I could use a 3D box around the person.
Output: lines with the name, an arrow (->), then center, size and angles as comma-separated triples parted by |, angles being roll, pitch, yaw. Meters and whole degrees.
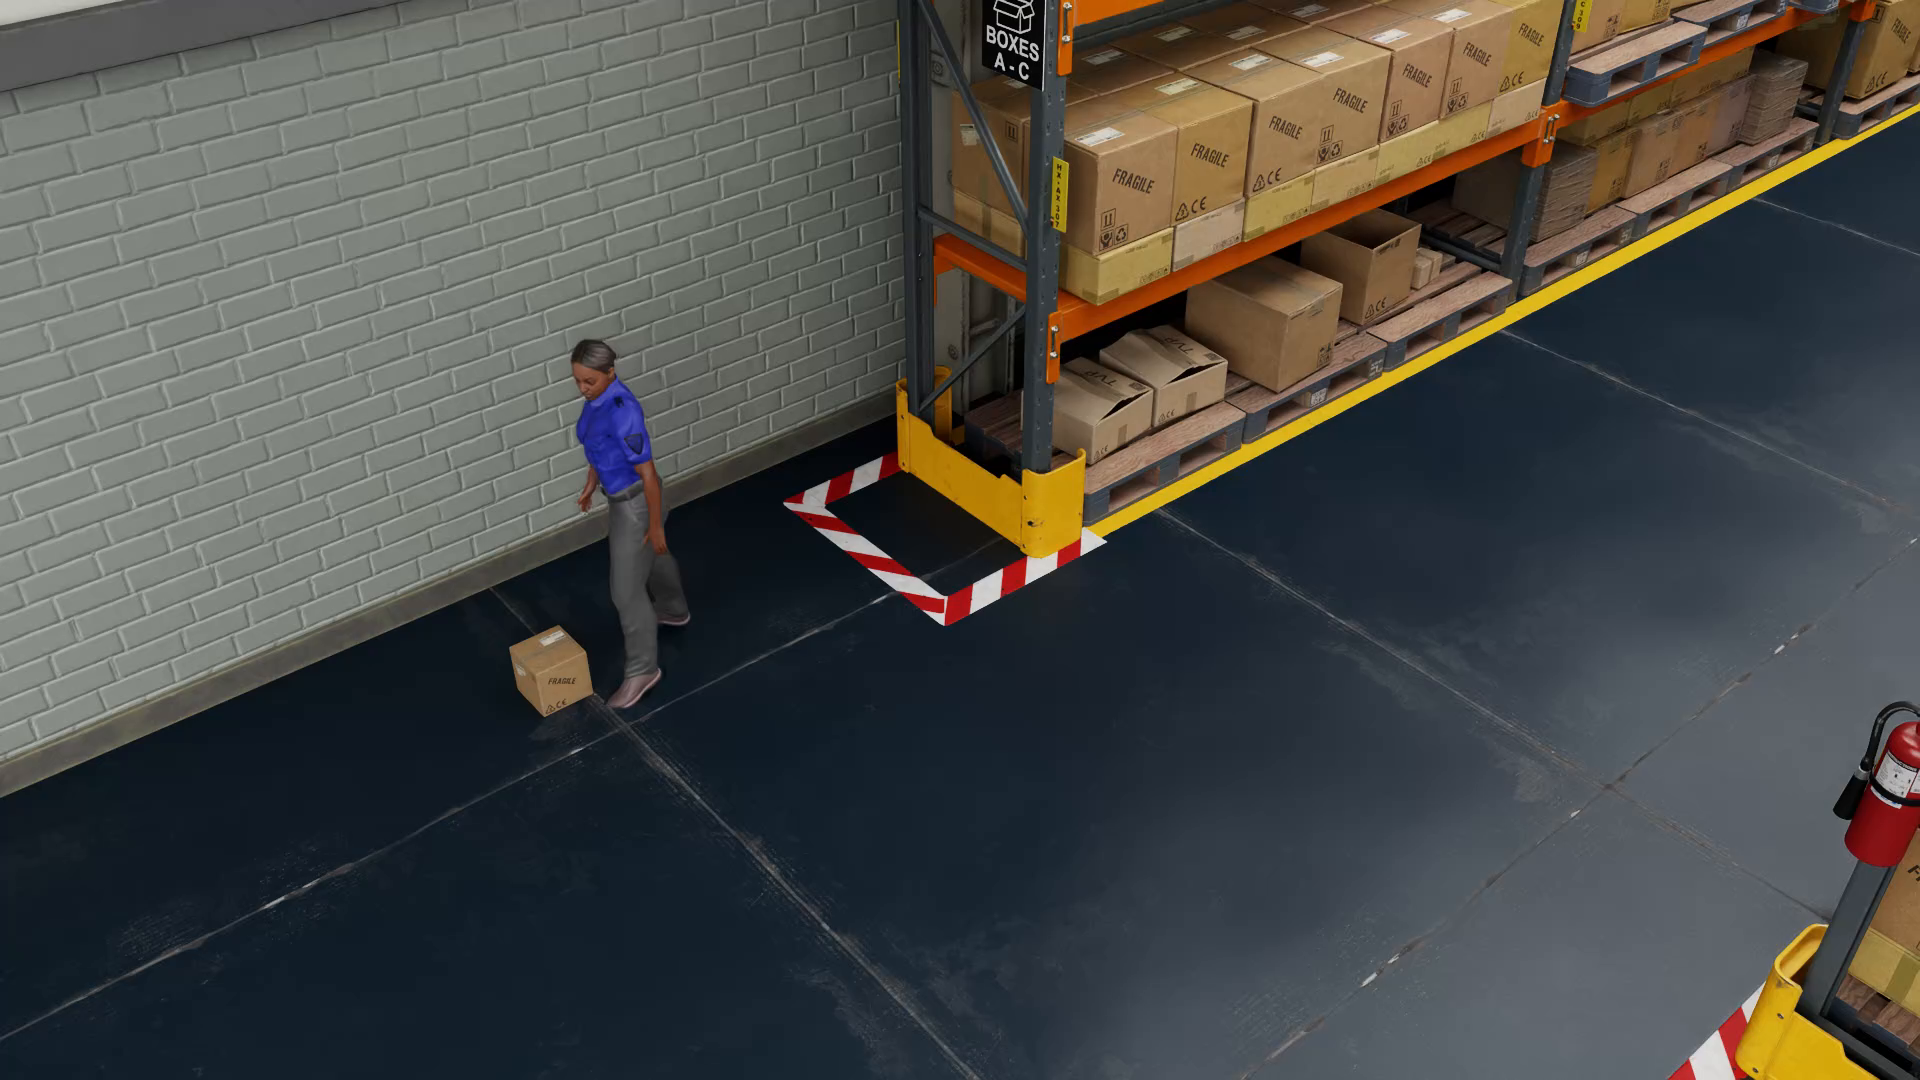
person -> -1.476, -0.184, 7.336 | 0.895, 1.621, 0.599 | -21, 41, -26
